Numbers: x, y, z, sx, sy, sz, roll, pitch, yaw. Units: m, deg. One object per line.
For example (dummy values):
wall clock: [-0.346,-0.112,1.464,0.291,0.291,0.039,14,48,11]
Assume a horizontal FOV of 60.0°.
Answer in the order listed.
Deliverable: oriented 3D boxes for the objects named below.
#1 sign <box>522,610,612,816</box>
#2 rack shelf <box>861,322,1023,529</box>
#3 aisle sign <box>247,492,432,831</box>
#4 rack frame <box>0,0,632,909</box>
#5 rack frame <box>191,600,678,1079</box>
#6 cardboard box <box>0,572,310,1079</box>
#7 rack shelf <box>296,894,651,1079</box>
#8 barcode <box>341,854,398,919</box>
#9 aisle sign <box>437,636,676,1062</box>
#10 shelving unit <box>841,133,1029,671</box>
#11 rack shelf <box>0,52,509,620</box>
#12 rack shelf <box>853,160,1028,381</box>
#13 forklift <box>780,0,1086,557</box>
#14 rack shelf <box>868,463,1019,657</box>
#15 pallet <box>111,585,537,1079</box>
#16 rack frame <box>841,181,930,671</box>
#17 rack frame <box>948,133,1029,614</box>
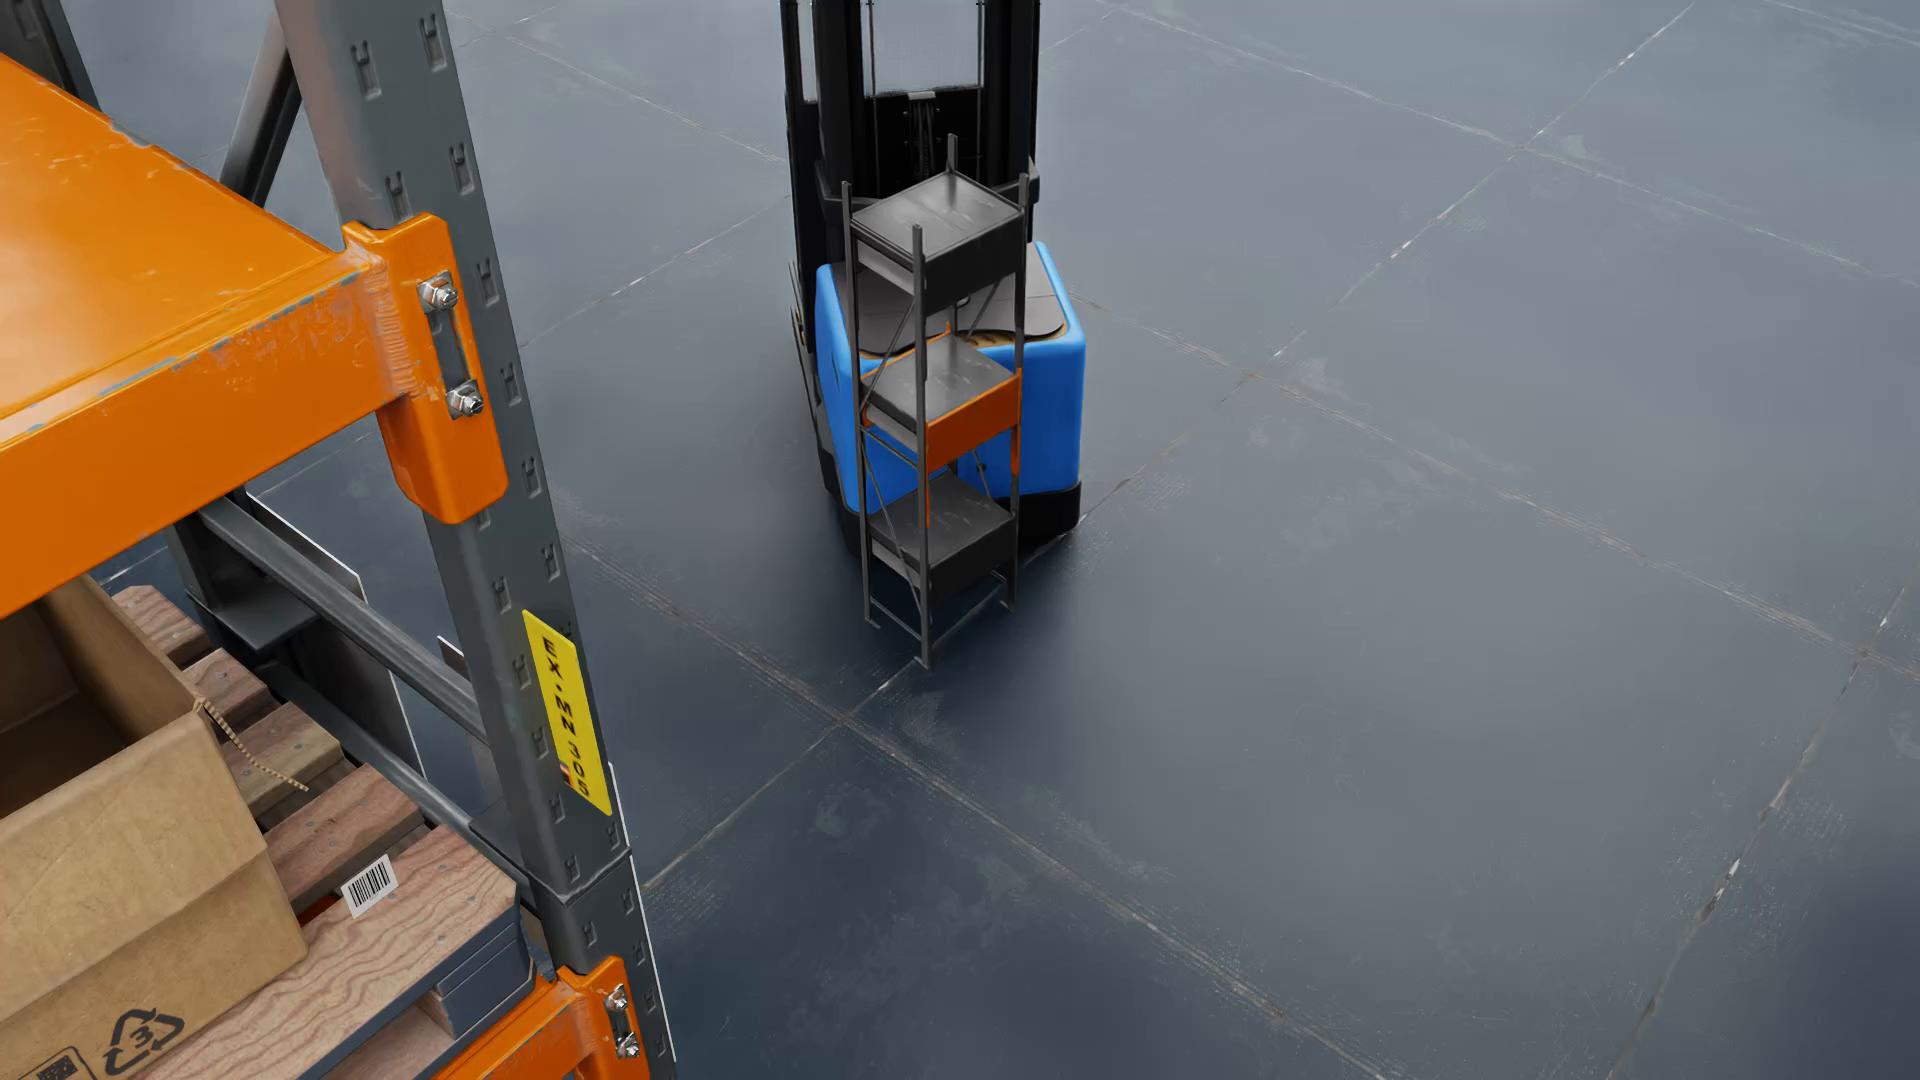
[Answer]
sign: [-0.502,0.225,2.126,0.100,0.325,0.005,29,50,28]
rack shelf: [-0.083,-0.443,6.379,0.480,0.518,0.431,-32,51,-30]
aisle sign: [-1.101,0.263,2.981,0.394,0.787,0.004,29,50,28]
rack frame: [-0.908,-0.828,1.654,1.000,3.000,0.127,29,50,28]
rack frame: [-0.908,1.391,3.673,1.000,3.000,0.127,29,50,28]
cardboard box: [-1.281,0.330,2.117,0.797,0.503,0.637,33,52,31]
rack shelf: [-2.196,1.577,1.773,1.077,0.370,4.000,29,50,28]
barcode: [-0.733,0.431,2.068,0.001,0.075,0.075,29,50,28]
aisle sign: [-0.641,0.523,2.695,0.394,0.787,0.004,29,50,28]
shelving unit: [-0.083,-0.453,6.370,0.503,2.100,0.431,-32,51,-30]
rack shelf: [-2.196,0.616,0.898,1.077,0.370,4.000,29,50,28]
rack shelf: [-0.083,-0.961,5.908,0.480,0.518,0.431,-32,51,-30]
forklift: [-0.253,-2.009,7.463,1.130,2.935,3.031,-7,43,-8]
rack shelf: [-0.083,0.075,6.850,0.480,0.518,0.431,-32,51,-30]
pallet: [-1.383,0.667,2.305,1.003,0.211,1.213,29,50,28]
rack frame: [-0.263,-0.342,6.248,0.015,2.100,0.400,-32,51,-30]
rack frame: [0.097,-0.564,6.492,0.015,2.100,0.400,-32,51,-30]
